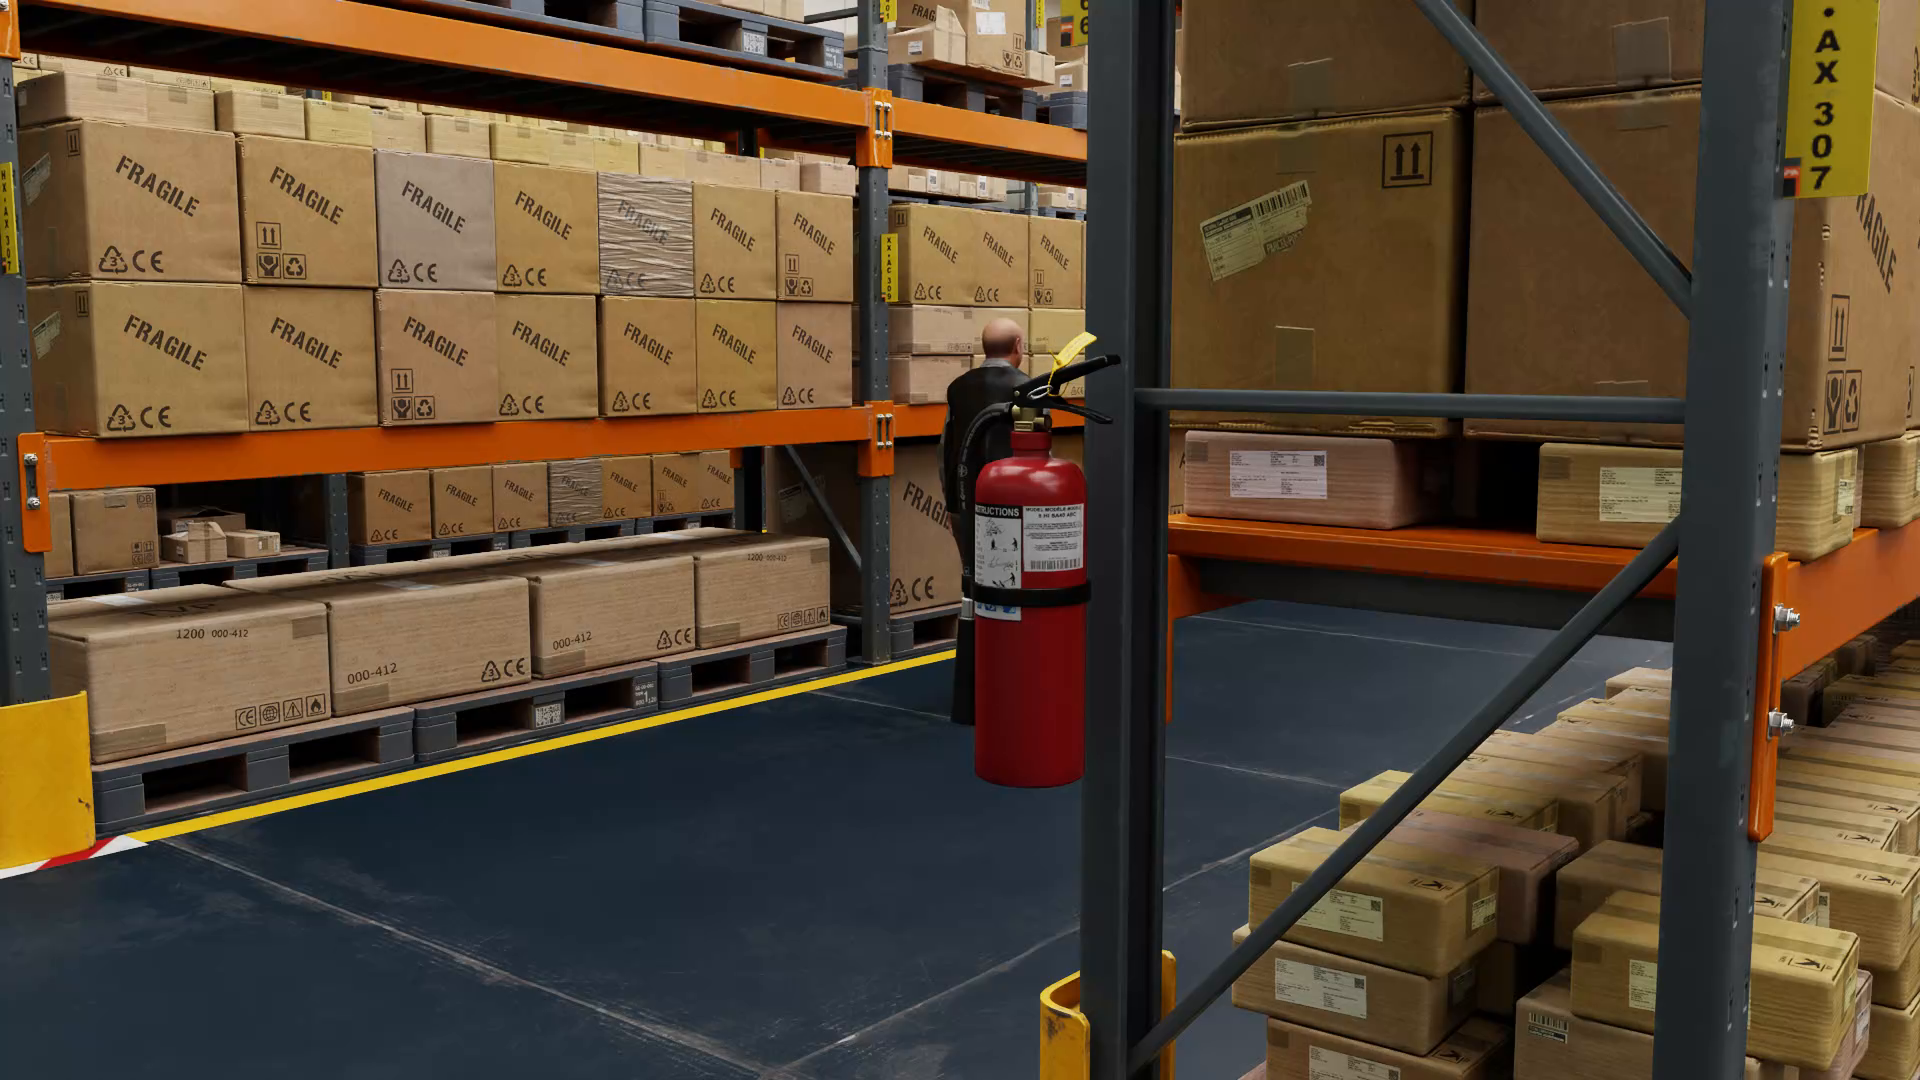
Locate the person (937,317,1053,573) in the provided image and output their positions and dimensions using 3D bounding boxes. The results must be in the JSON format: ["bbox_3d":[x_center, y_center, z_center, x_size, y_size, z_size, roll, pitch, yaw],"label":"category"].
[{"bbox_3d":[0.178,-0.124,7.410,0.594,1.719,0.374,5,8,35],"label":"person"}]
